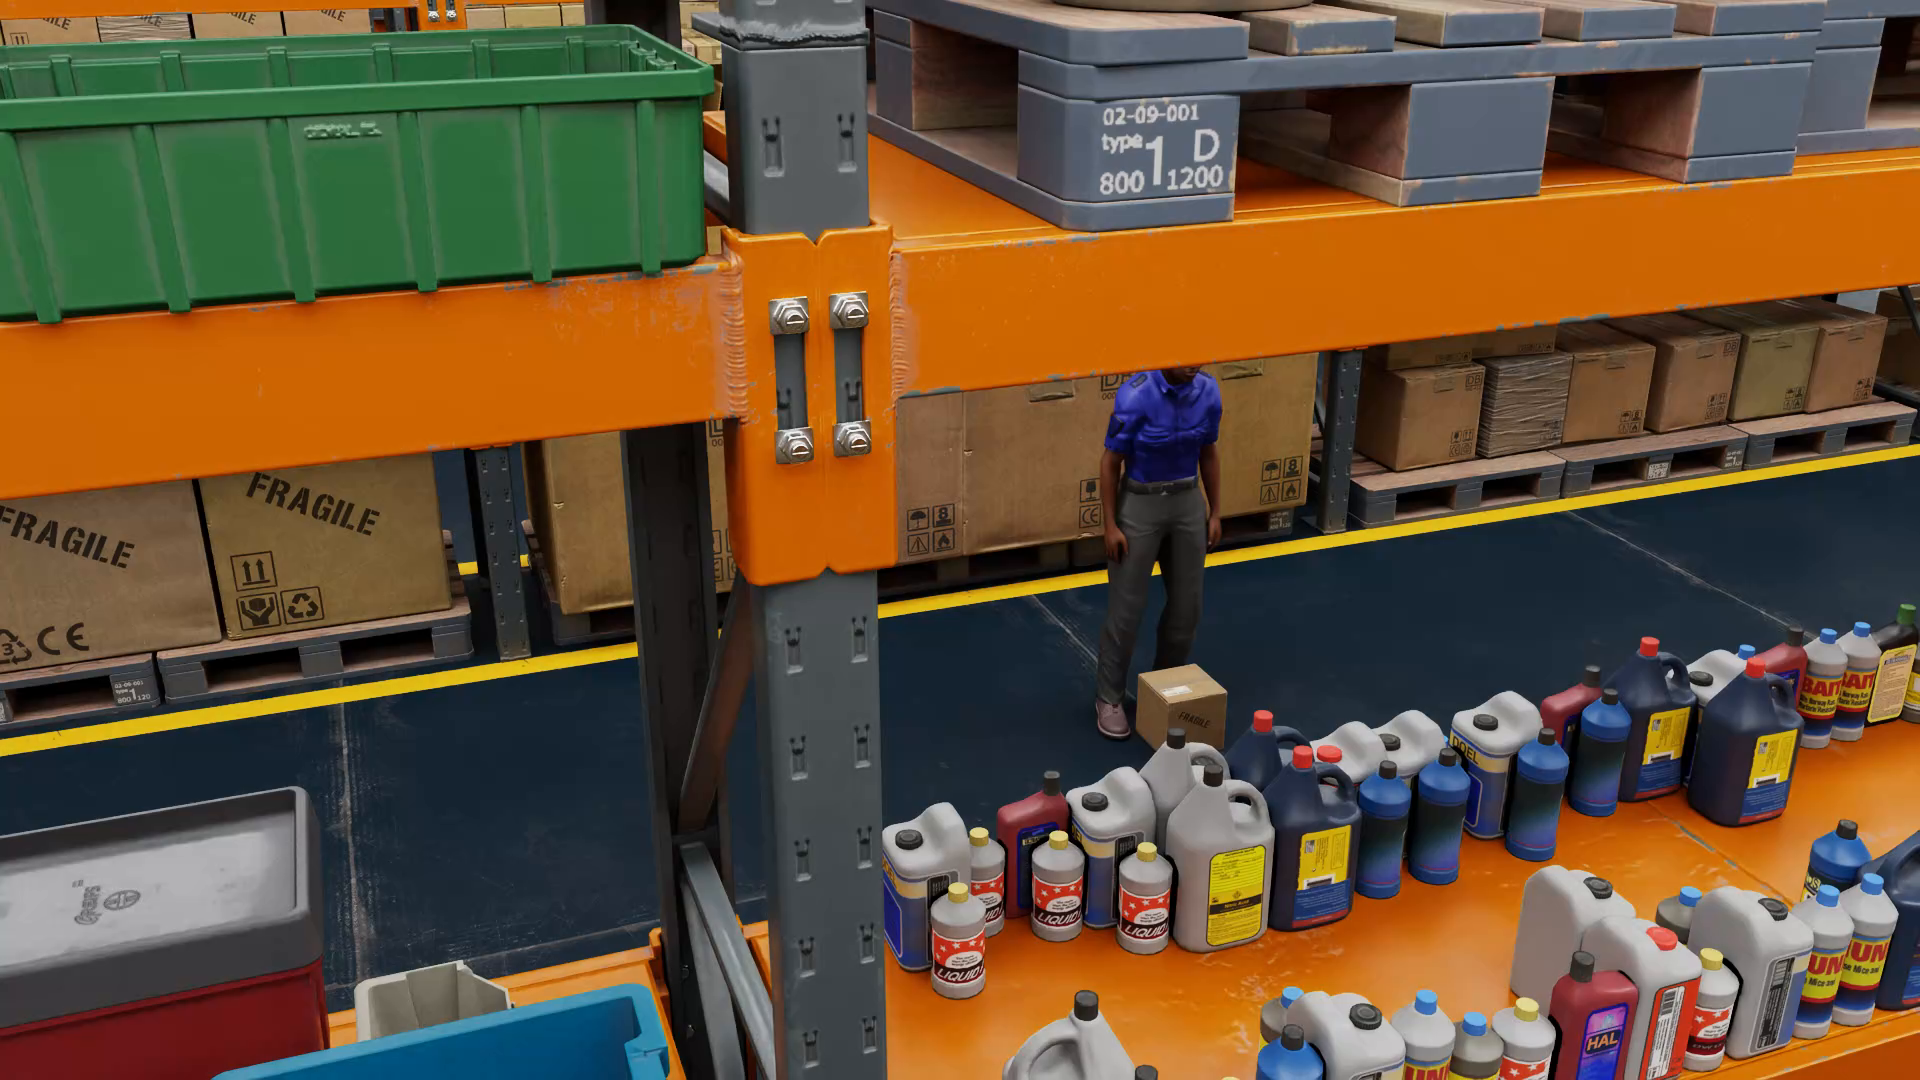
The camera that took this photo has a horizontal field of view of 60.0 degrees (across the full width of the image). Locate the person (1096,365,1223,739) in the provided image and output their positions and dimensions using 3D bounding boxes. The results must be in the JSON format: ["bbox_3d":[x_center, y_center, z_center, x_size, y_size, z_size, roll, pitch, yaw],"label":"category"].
[{"bbox_3d":[0.754,-0.074,6.277,0.509,1.655,0.349,-8,24,-18],"label":"person"}]
